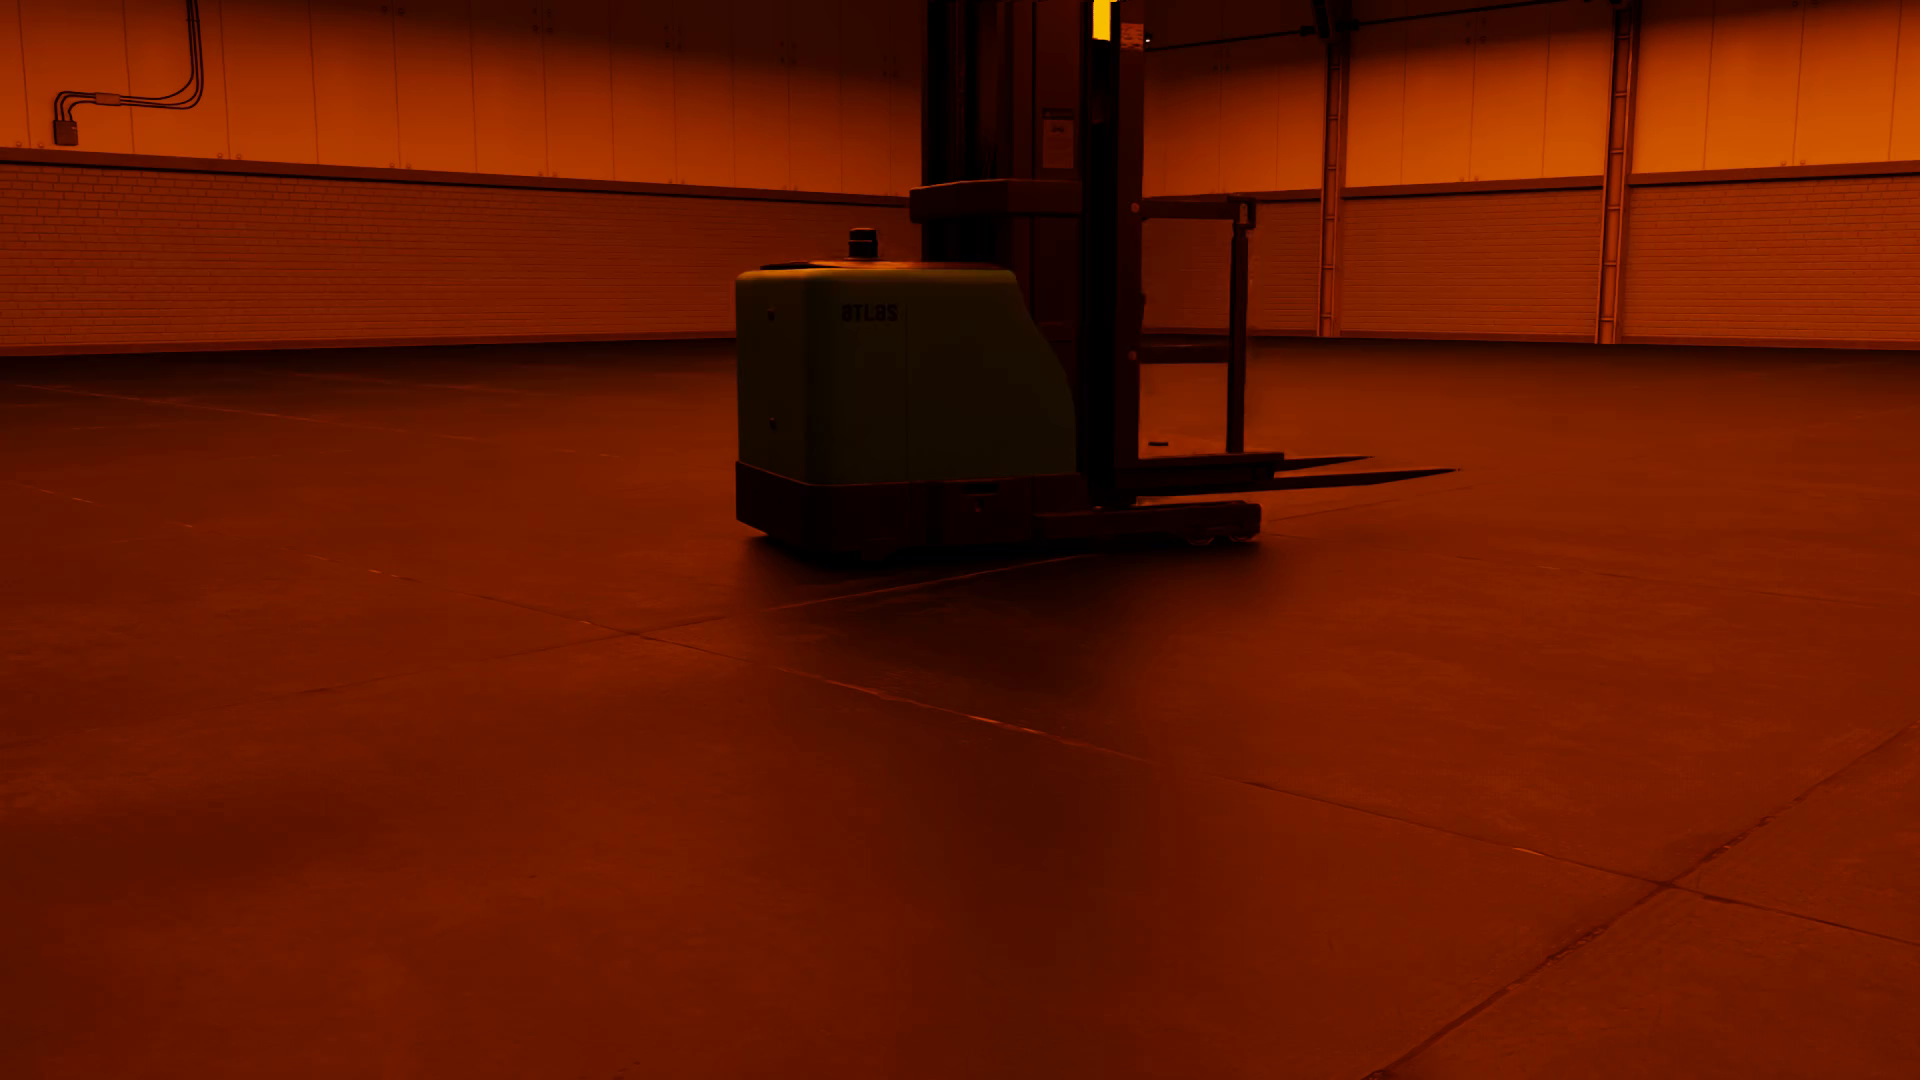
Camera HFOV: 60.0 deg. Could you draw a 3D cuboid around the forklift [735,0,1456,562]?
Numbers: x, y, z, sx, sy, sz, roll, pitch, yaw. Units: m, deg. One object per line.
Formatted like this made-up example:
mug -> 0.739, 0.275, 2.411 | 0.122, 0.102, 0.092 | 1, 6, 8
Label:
forklift -> 0.650, -1.492, 6.782 | 3.031, 2.935, 1.130 | -4, 9, -23
